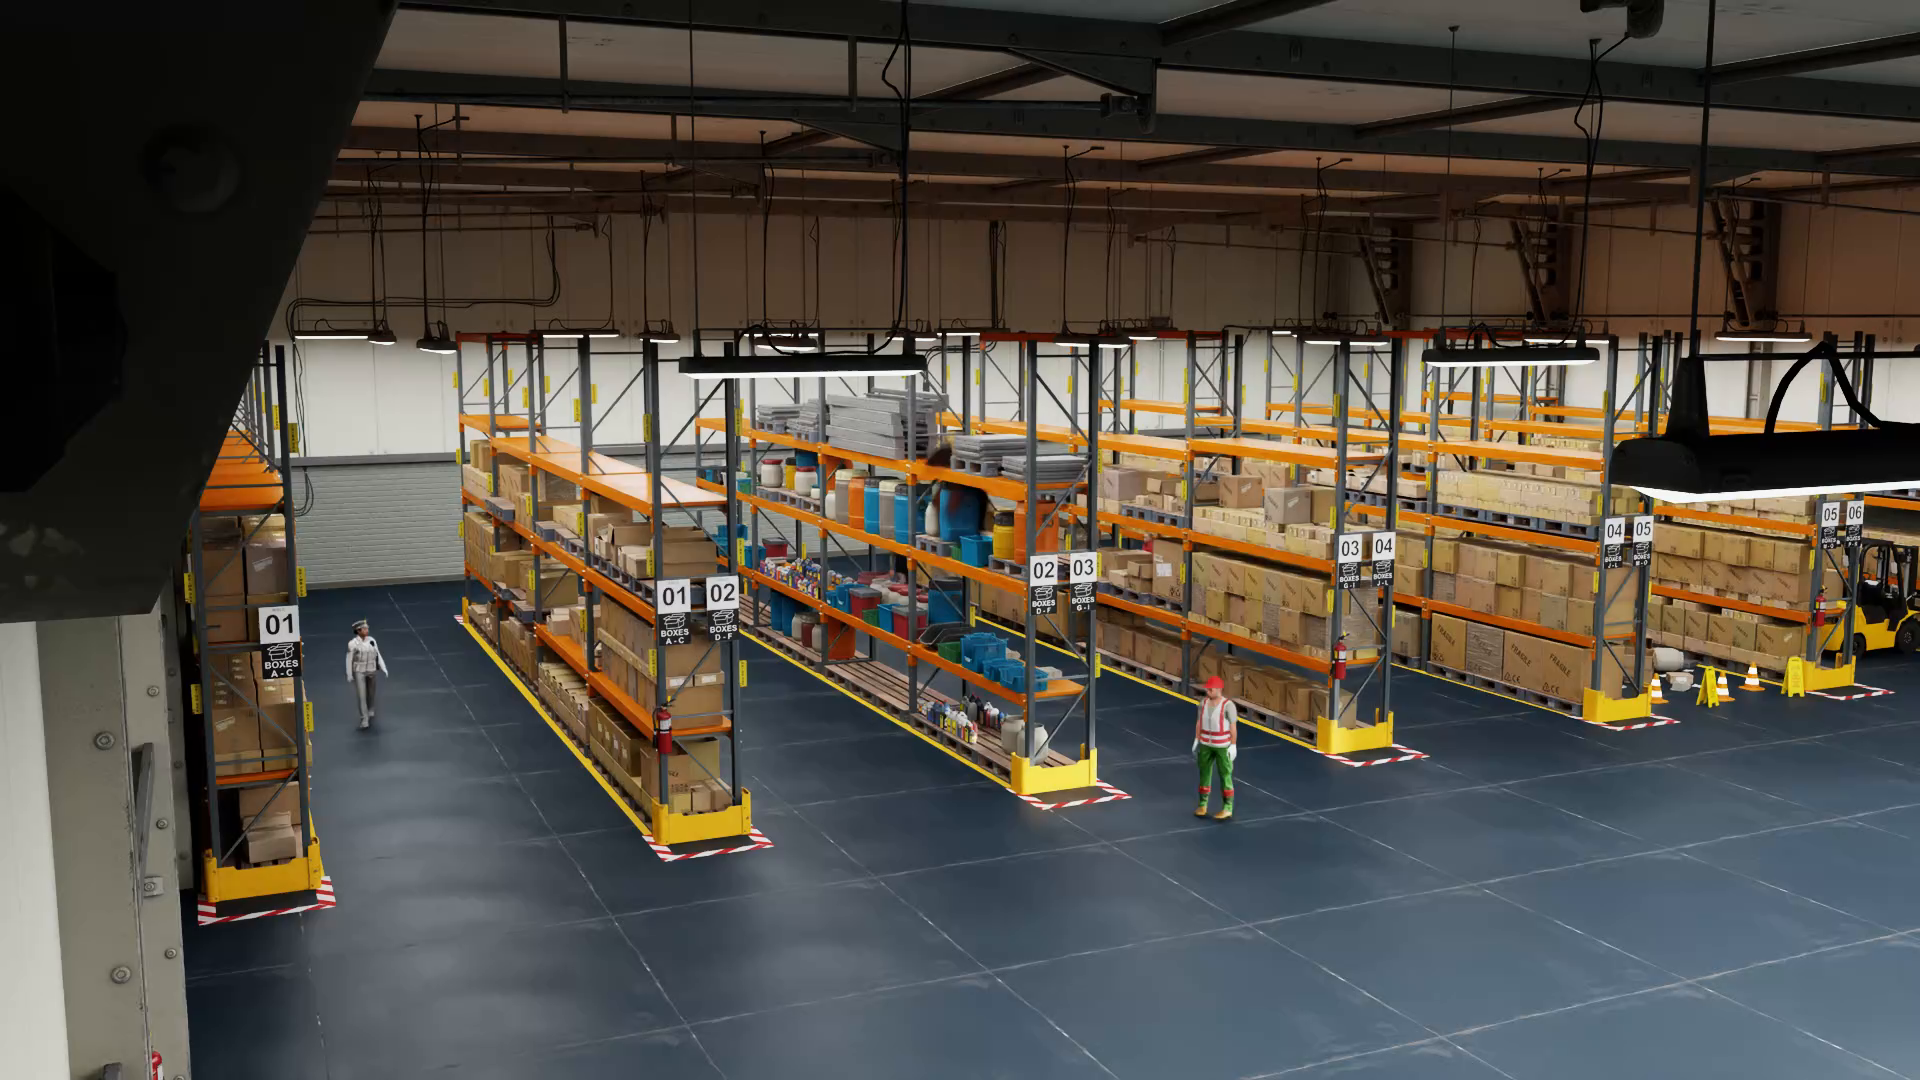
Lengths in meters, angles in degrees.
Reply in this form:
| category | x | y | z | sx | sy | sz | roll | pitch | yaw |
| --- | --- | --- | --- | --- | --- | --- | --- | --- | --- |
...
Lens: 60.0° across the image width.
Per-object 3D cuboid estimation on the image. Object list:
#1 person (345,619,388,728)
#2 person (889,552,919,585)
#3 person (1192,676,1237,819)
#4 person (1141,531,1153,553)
| category | x | y | z | sx | sy | sz | roll | pitch | yaw |
| --- | --- | --- | --- | --- | --- | --- | --- | --- | --- |
| person | -9.210 | 2.038 | 25.809 | 0.603 | 1.638 | 0.974 | -4 | 9 | -26 |
| person | -1.171 | 0.724 | 35.587 | 0.595 | 1.726 | 0.940 | -3 | 8 | -22 |
| person | 3.199 | 2.609 | 21.042 | 0.597 | 1.791 | 0.426 | 5 | 9 | 34 |
| person | 4.002 | 0.681 | 35.547 | 0.406 | 1.737 | 0.546 | -3 | 8 | -21 |
